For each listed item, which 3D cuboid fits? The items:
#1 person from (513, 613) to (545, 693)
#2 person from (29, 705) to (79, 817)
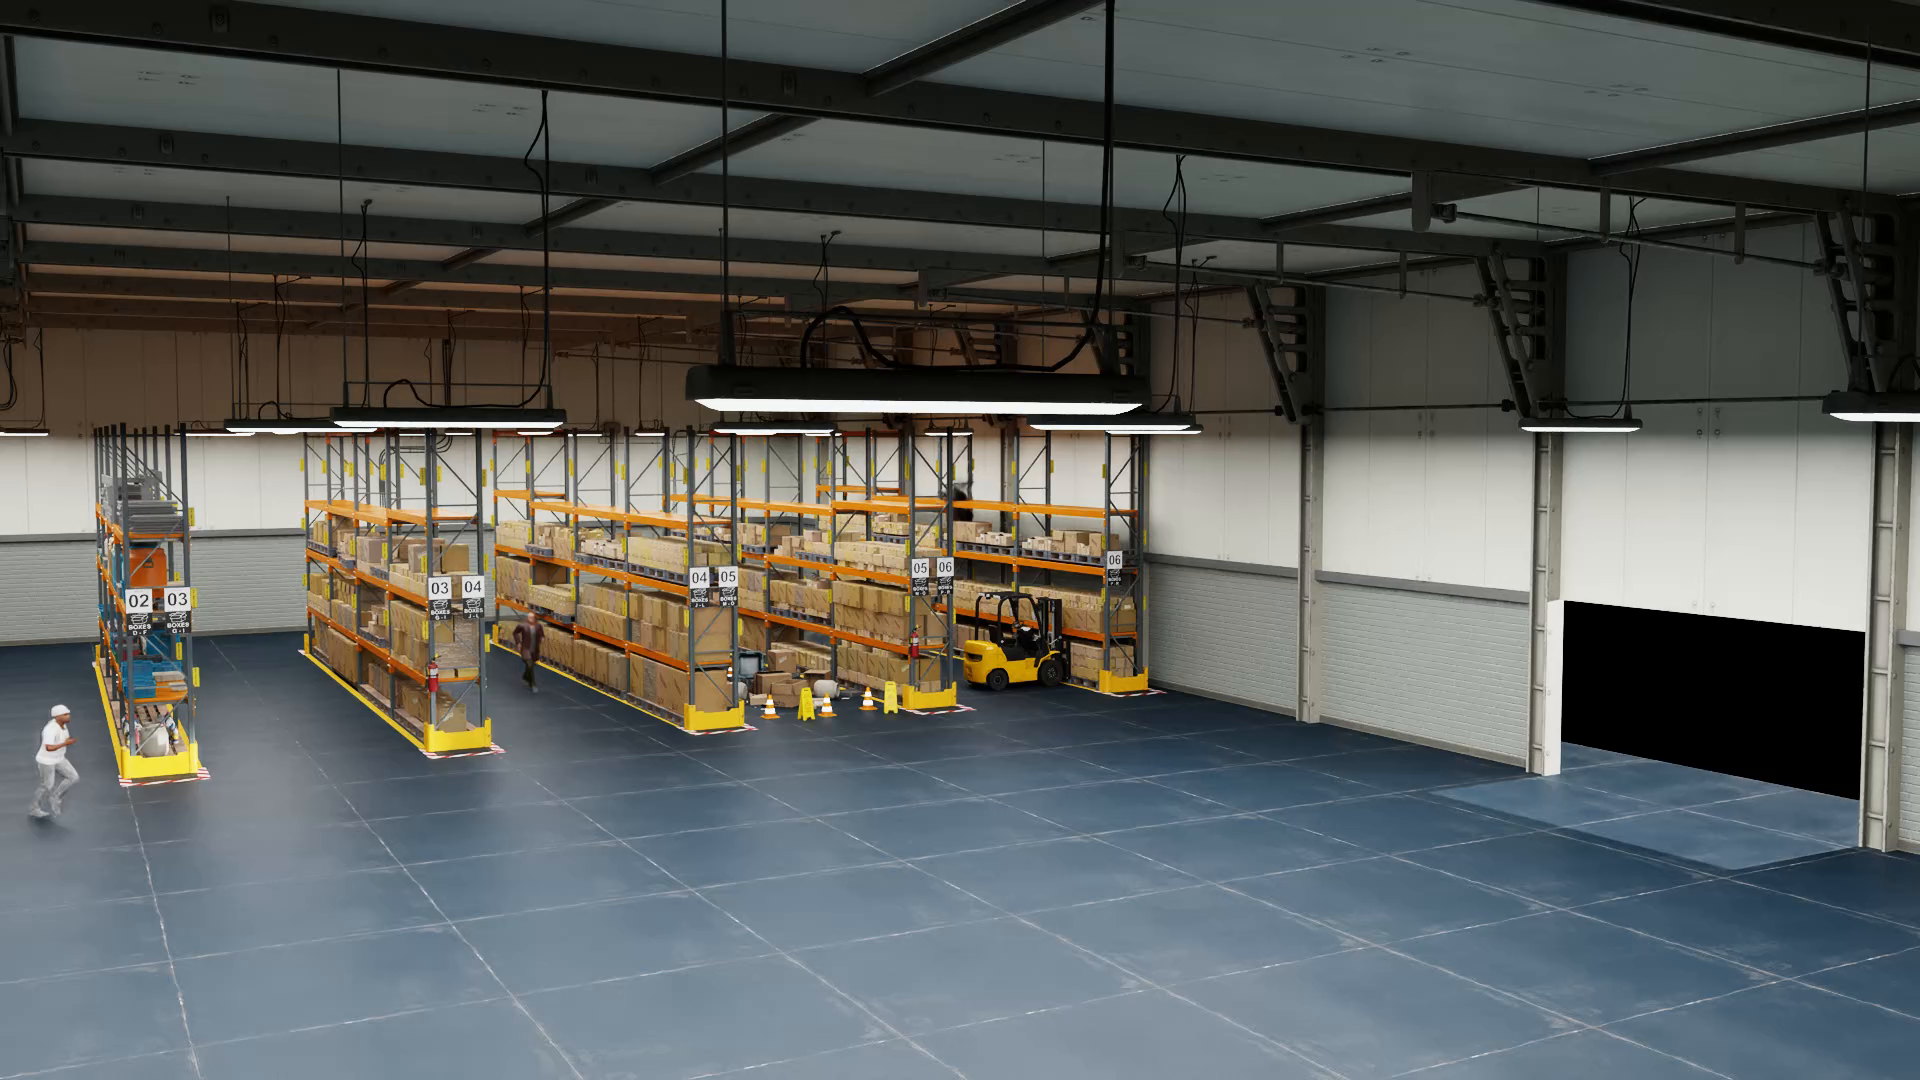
[{"bbox_3d":[-9.821,2.538,37.928,0.662,1.792,1.050,-3,4,-39],"label":"person"},{"bbox_3d":[-13.633,3.327,25.026,0.822,1.705,0.667,0,3,1],"label":"person"}]
